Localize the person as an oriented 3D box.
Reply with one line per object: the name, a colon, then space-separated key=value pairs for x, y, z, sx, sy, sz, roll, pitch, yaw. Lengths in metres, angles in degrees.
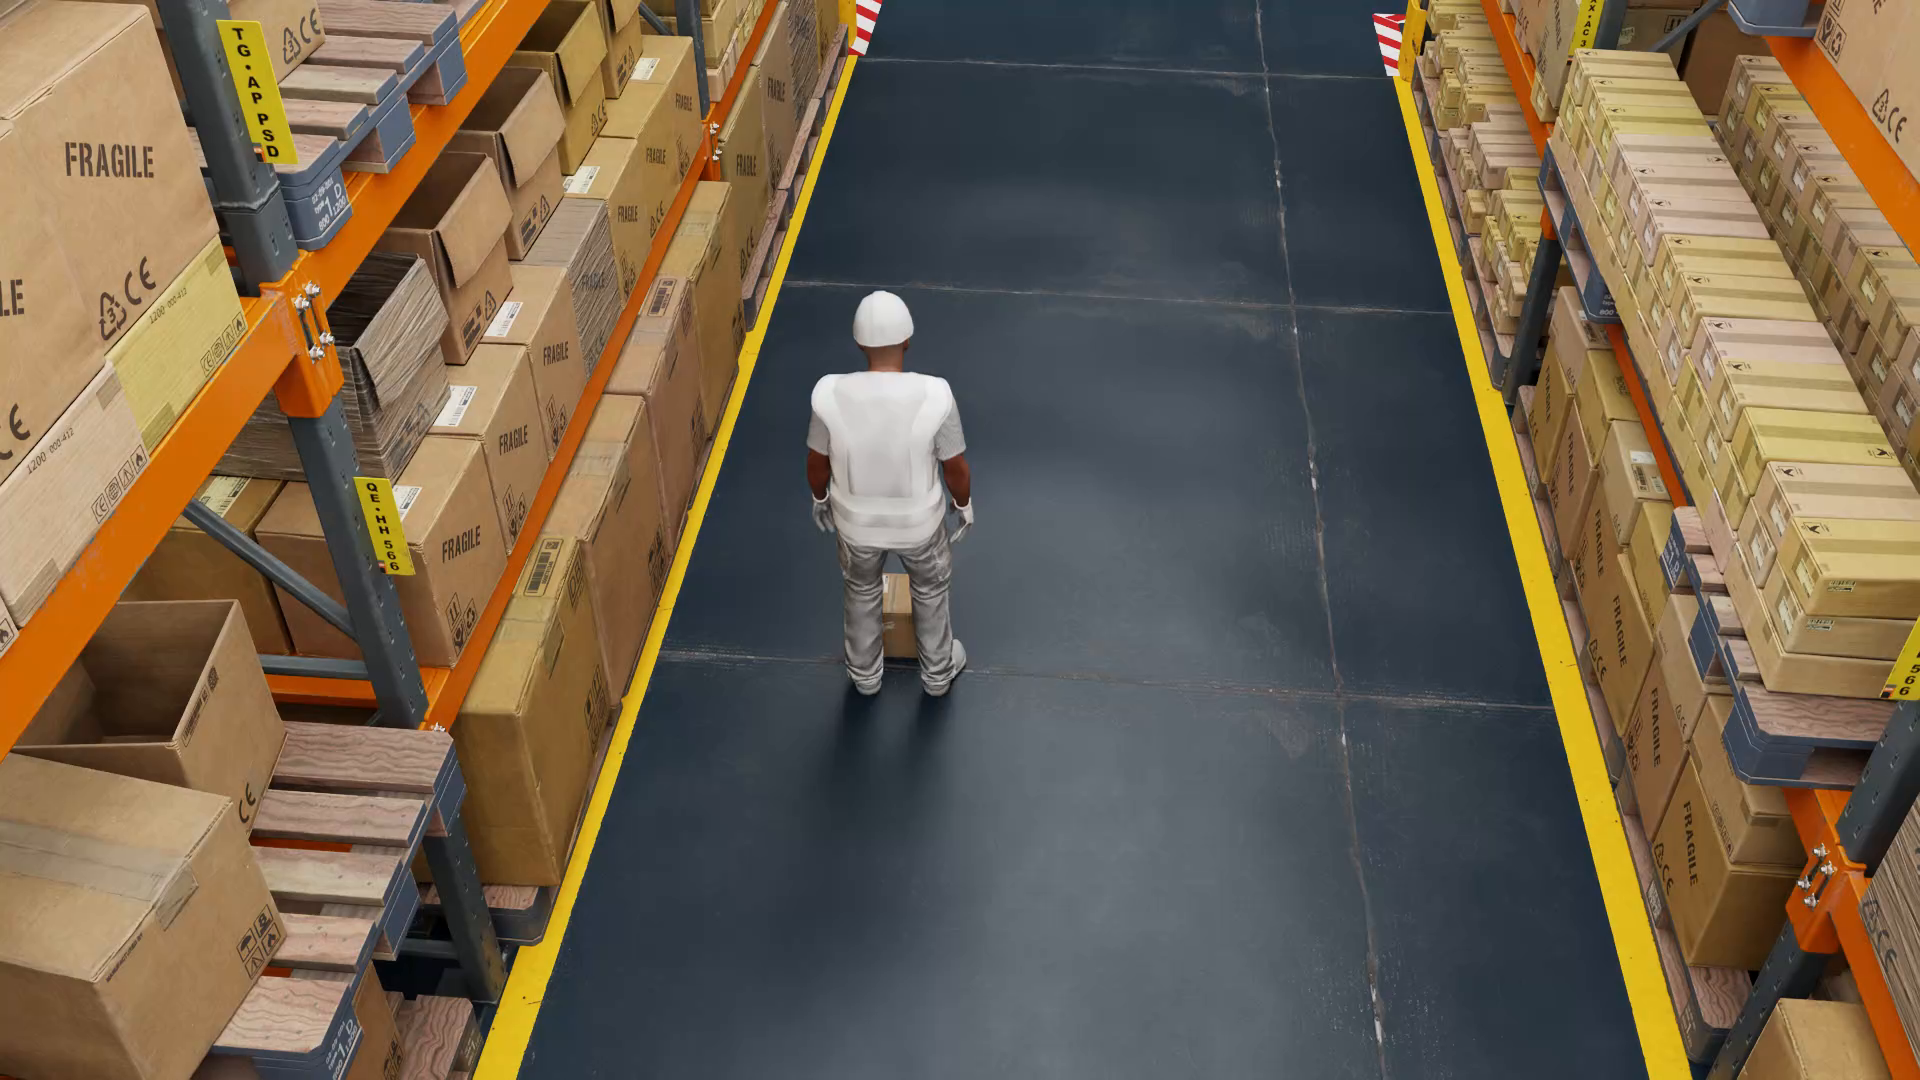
person: x=-0.257 y=-0.121 z=6.293 sx=0.619 sy=1.775 sz=0.446 roll=3 pitch=40 yaw=4
